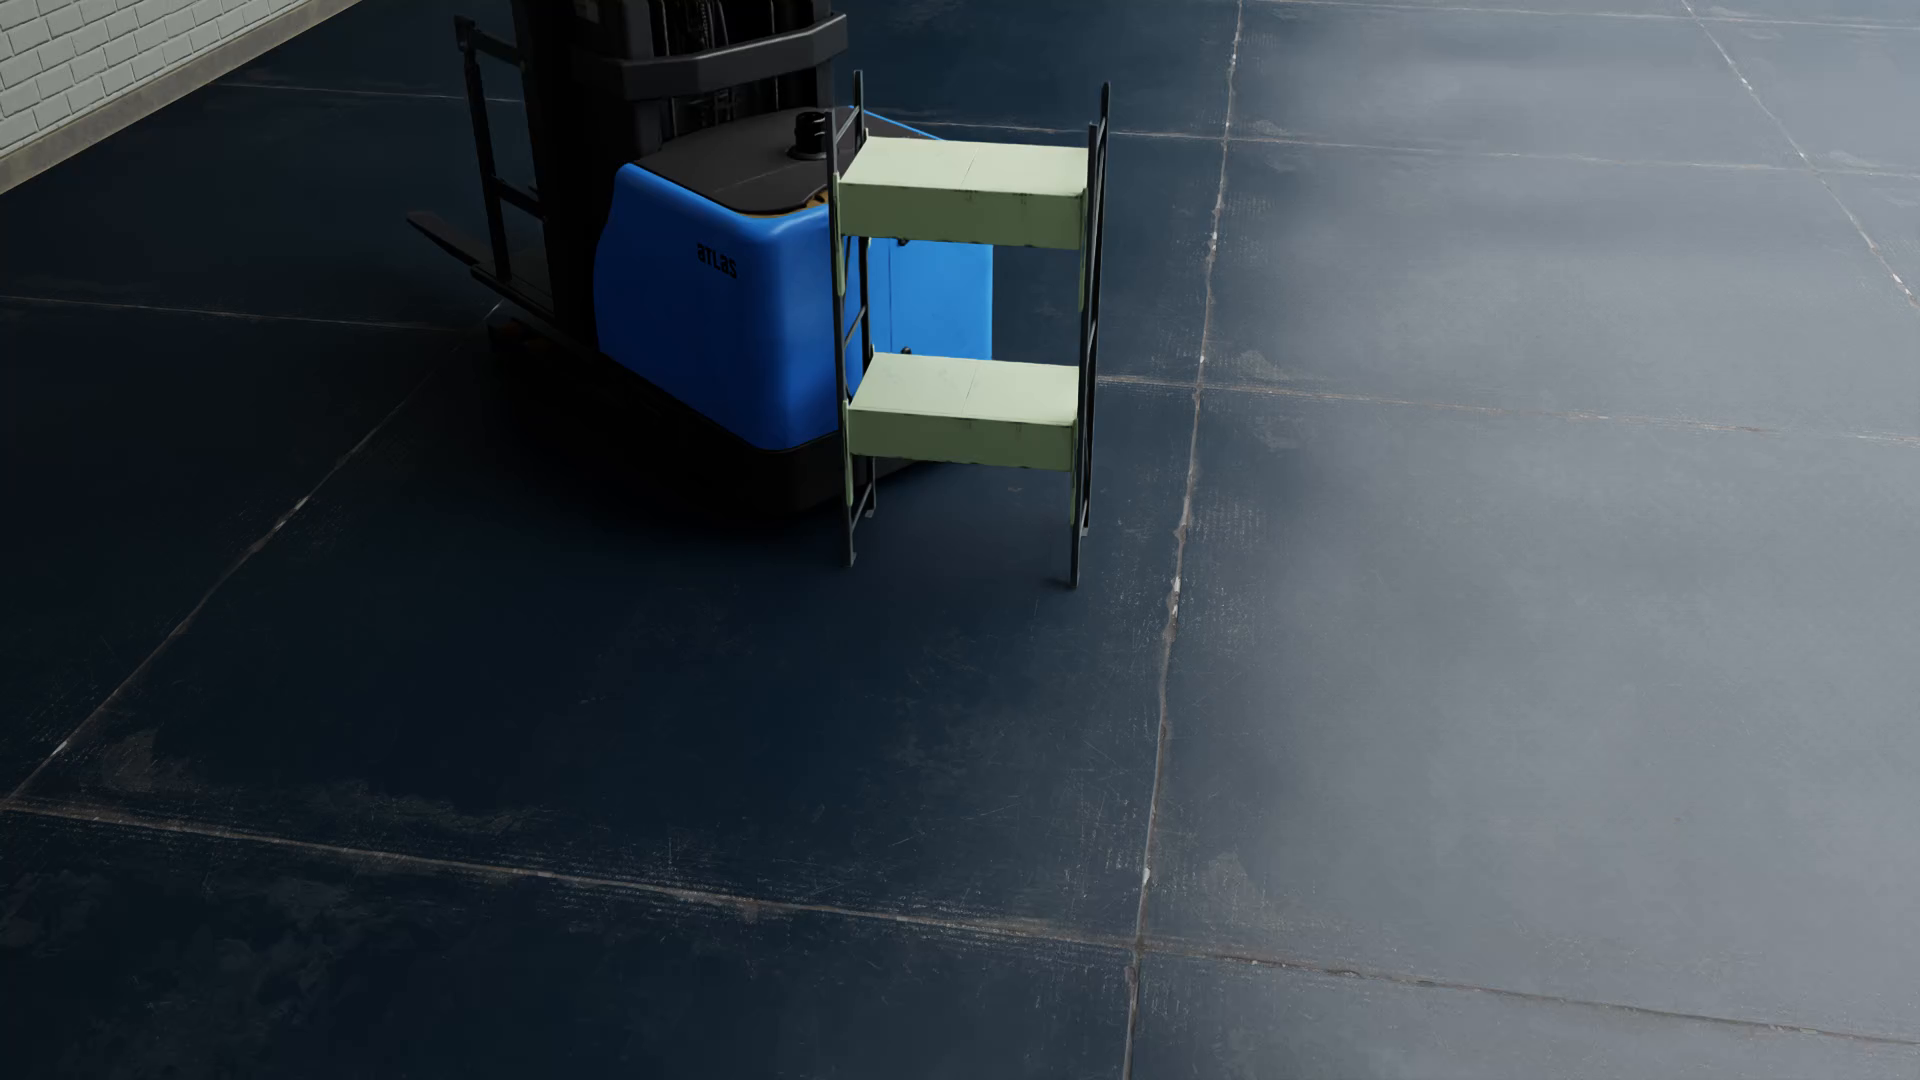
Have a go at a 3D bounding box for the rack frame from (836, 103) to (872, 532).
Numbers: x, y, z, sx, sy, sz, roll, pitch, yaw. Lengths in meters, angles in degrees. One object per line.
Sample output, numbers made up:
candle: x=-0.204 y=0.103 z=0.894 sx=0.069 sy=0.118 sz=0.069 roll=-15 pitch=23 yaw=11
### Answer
rack frame: x=-0.331 y=-0.647 z=5.139 sx=0.010 sy=1.308 sz=0.380 roll=5 pitch=32 yaw=8

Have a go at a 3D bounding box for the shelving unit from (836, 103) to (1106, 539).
shelving unit: x=0.030 y=-0.616 z=5.089 sx=0.742 sy=1.308 sz=0.380 roll=5 pitch=32 yaw=8

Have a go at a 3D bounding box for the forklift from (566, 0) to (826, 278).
forklift: x=-1.217 y=-2.027 z=5.994 sx=1.109 sy=2.935 sz=3.031 roll=-25 pitch=40 yaw=-34

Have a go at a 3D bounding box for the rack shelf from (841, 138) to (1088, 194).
rack shelf: x=0.030 y=-1.060 z=4.812 sx=0.686 sy=0.052 sz=0.368 roll=5 pitch=32 yaw=8

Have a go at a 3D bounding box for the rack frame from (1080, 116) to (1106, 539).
rack frame: x=0.391 y=-0.584 z=5.039 sx=0.010 sy=1.308 sz=0.380 roll=5 pitch=32 yaw=8
